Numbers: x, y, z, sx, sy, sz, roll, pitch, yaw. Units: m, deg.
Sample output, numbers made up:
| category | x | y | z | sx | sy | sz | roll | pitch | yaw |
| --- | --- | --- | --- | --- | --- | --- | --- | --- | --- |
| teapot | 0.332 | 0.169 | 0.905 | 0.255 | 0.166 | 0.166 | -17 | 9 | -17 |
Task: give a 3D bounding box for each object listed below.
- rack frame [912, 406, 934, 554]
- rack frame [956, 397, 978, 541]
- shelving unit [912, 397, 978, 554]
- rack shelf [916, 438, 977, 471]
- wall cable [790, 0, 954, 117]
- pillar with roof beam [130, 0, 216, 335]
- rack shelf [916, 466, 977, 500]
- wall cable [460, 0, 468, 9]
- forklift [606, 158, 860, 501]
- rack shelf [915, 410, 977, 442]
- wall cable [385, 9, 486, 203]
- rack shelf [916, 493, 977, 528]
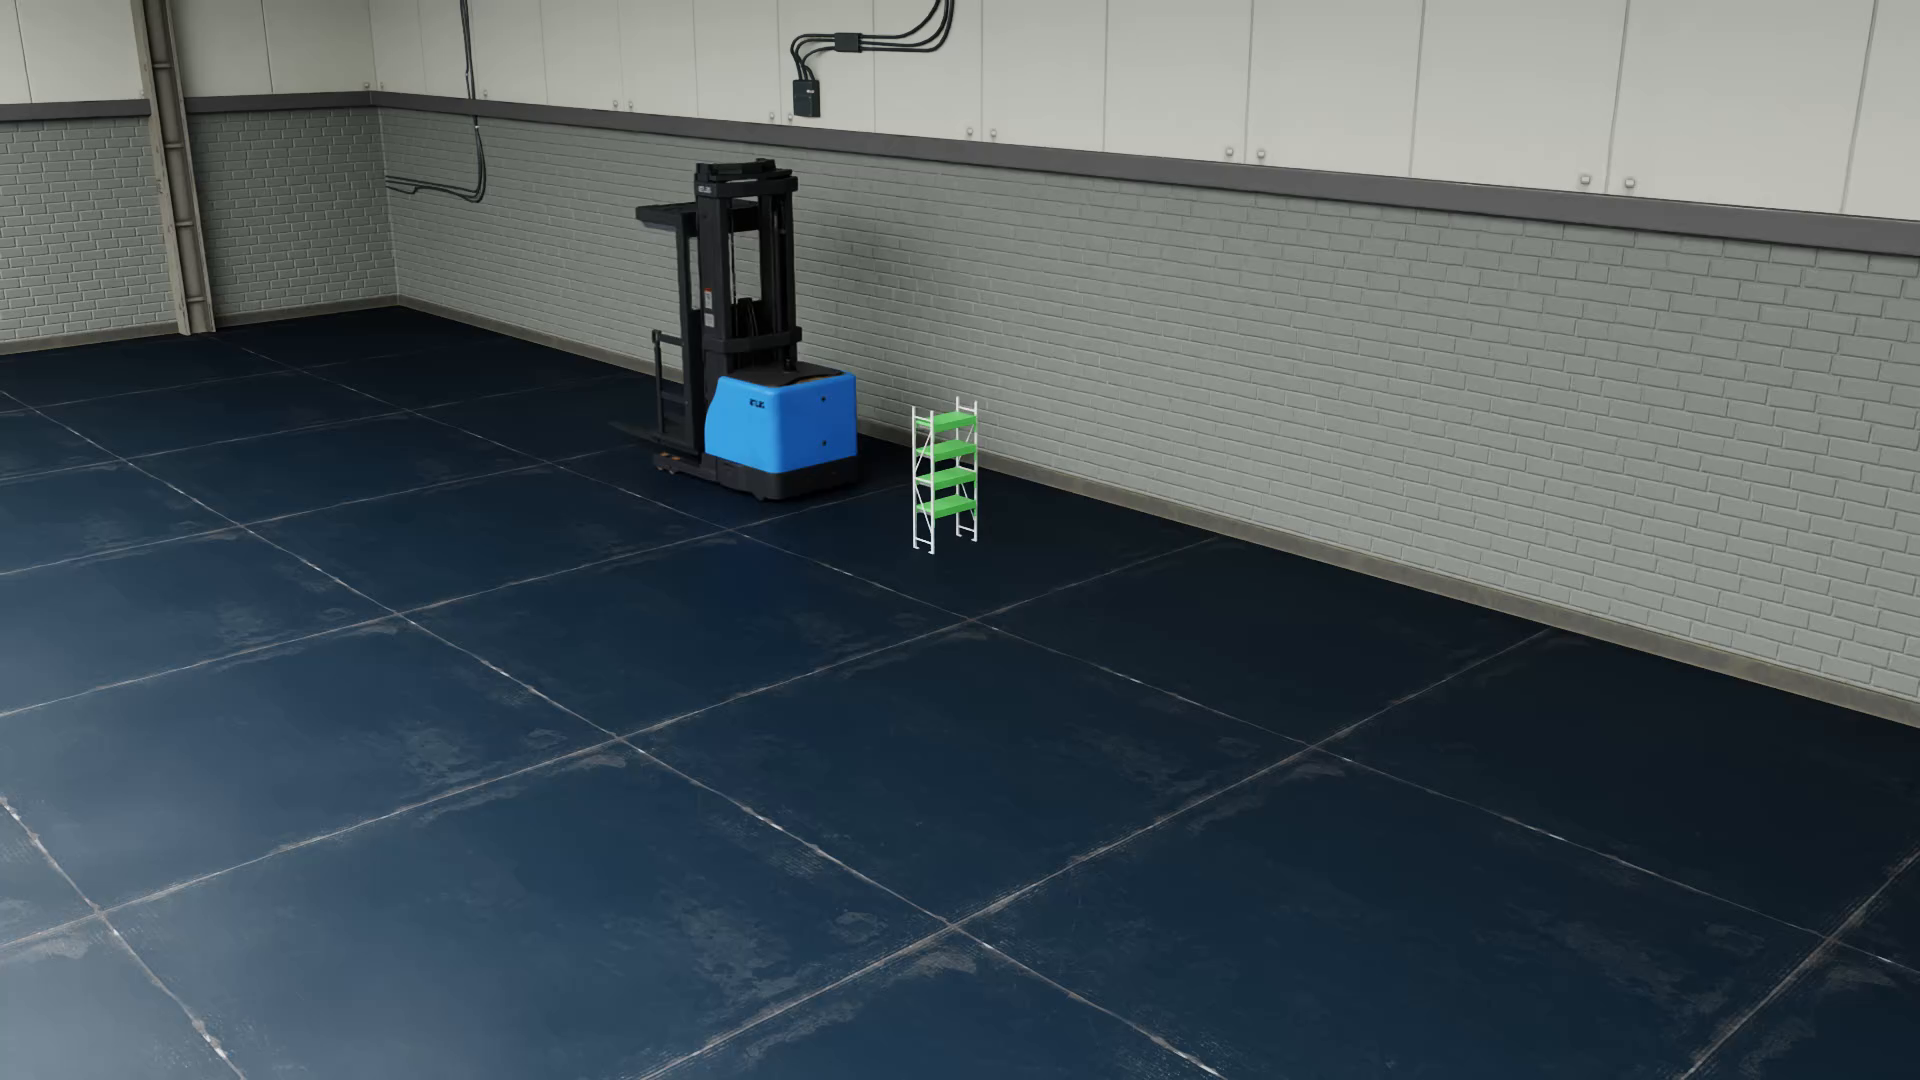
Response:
| category | x | y | z | sx | sy | sz | roll | pitch | yaw |
| --- | --- | --- | --- | --- | --- | --- | --- | --- | --- |
| rack frame | -0.298 | -0.484 | 13.532 | 0.015 | 1.200 | 0.240 | -16 | 24 | -41 |
| rack frame | 0.057 | -0.587 | 13.851 | 0.015 | 1.200 | 0.240 | -16 | 24 | -41 |
| shelving unit | -0.120 | -0.536 | 13.691 | 0.503 | 1.200 | 0.258 | -16 | 24 | -41 |
| rack shelf | -0.120 | -0.703 | 13.637 | 0.480 | 0.148 | 0.258 | -16 | 24 | -41 |
| wall cable | -0.883 | -6.944 | 15.298 | 0.169 | 6.003 | 2.305 | -16 | 24 | -41 |
| pillar with roof beam | -7.485 | -6.165 | 18.408 | 0.400 | 9.000 | 9.100 | -16 | 24 | -41 |
| rack shelf | -0.120 | -0.475 | 13.711 | 0.480 | 0.148 | 0.258 | -16 | 24 | -41 |
| wall cable | -5.535 | -7.776 | 20.225 | 0.112 | 2.526 | 3.097 | -16 | 24 | -41 |
| forklift | -2.319 | -2.121 | 15.775 | 1.130 | 2.935 | 3.031 | -17 | 24 | -41 |
| rack shelf | -0.120 | -0.931 | 13.563 | 0.480 | 0.148 | 0.258 | -16 | 24 | -41 |
| wall cable | -7.394 | -5.980 | 22.873 | 0.112 | 2.526 | 3.097 | -16 | 24 | -41 |
| rack shelf | -0.120 | -0.247 | 13.785 | 0.480 | 0.148 | 0.258 | -16 | 24 | -41 |
